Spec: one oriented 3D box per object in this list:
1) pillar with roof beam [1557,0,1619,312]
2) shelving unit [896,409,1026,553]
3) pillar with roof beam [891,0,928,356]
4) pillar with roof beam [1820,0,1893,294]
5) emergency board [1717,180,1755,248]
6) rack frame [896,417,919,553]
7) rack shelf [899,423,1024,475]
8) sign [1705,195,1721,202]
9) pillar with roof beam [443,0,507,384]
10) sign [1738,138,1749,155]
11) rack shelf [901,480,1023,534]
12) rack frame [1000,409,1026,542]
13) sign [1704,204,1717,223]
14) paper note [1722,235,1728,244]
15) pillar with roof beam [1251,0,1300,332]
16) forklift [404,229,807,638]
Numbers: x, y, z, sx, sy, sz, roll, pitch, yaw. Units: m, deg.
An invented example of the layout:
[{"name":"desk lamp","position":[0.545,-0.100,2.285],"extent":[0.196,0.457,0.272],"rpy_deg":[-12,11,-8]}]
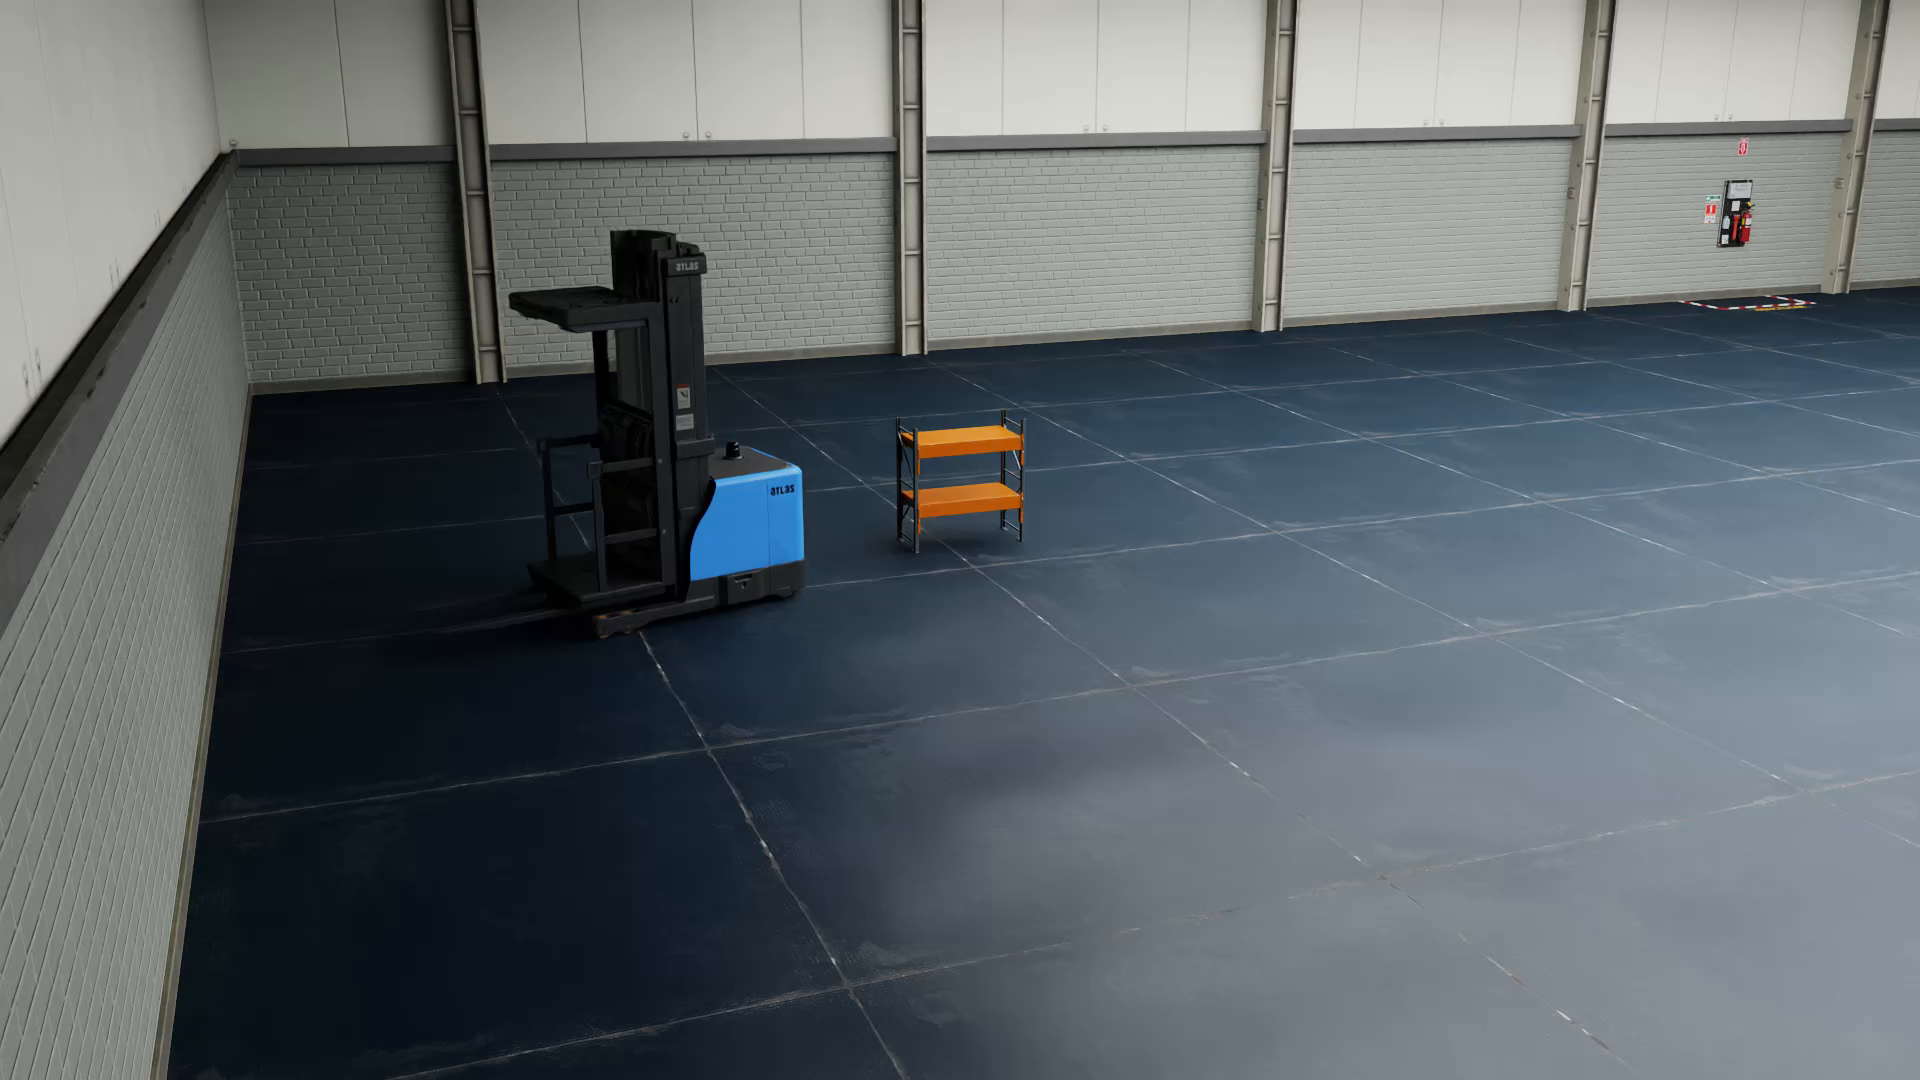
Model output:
[{"name":"pillar with roof beam","position":[12.031,-7.139,23.439],"extent":[0.400,9.000,9.100],"rpy_deg":[-6,17,-20]},{"name":"shelving unit","position":[0.006,-0.540,14.942],"extent":[1.048,1.125,0.538],"rpy_deg":[-6,17,-20]},{"name":"pillar with roof beam","position":[0.826,-5.930,19.320],"extent":[0.400,9.000,9.100],"rpy_deg":[-6,17,-20]},{"name":"pillar with roof beam","position":[17.634,-7.744,25.499],"extent":[0.400,9.000,9.100],"rpy_deg":[-6,17,-20]},{"name":"emergency board","position":[13.772,-5.760,29.387],"extent":[0.643,1.169,0.194],"rpy_deg":[-6,17,-20]},{"name":"rack frame","position":[-0.468,-0.489,14.768],"extent":[0.032,1.125,0.500],"rpy_deg":[-6,17,-20]},{"name":"rack shelf","position":[0.006,-0.821,14.860],"extent":[1.000,0.278,0.538],"rpy_deg":[-6,17,-20]},{"name":"sign","position":[13.227,-6.000,29.204],"extent":[0.331,0.109,0.001],"rpy_deg":[-6,17,-20]},{"name":"pillar with roof beam","position":[-4.777,-5.325,17.260],"extent":[0.400,9.000,9.100],"rpy_deg":[-6,17,-20]},{"name":"sign","position":[13.729,-6.897,29.147],"extent":[0.199,0.298,0.001],"rpy_deg":[-6,17,-20]},{"name":"rack shelf","position":[0.006,-0.306,15.011],"extent":[1.000,0.278,0.538],"rpy_deg":[-6,17,-20]},{"name":"rack frame","position":[0.481,-0.592,15.117],"extent":[0.032,1.125,0.500],"rpy_deg":[-6,17,-20]},{"name":"sign","position":[13.219,-5.748,29.285],"extent":[0.234,0.329,0.001],"rpy_deg":[-6,17,-20]},{"name":"paper note","position":[13.582,-5.337,29.513],"extent":[0.142,0.148,0.016],"rpy_deg":[-6,17,-20]},{"name":"pillar with roof beam","position":[6.429,-6.535,21.379],"extent":[0.400,9.000,9.100],"rpy_deg":[-6,17,-20]},{"name":"forklift","position":[-2.753,-0.834,12.735],"extent":[3.031,2.935,1.130],"rpy_deg":[-11,20,-33]}]
